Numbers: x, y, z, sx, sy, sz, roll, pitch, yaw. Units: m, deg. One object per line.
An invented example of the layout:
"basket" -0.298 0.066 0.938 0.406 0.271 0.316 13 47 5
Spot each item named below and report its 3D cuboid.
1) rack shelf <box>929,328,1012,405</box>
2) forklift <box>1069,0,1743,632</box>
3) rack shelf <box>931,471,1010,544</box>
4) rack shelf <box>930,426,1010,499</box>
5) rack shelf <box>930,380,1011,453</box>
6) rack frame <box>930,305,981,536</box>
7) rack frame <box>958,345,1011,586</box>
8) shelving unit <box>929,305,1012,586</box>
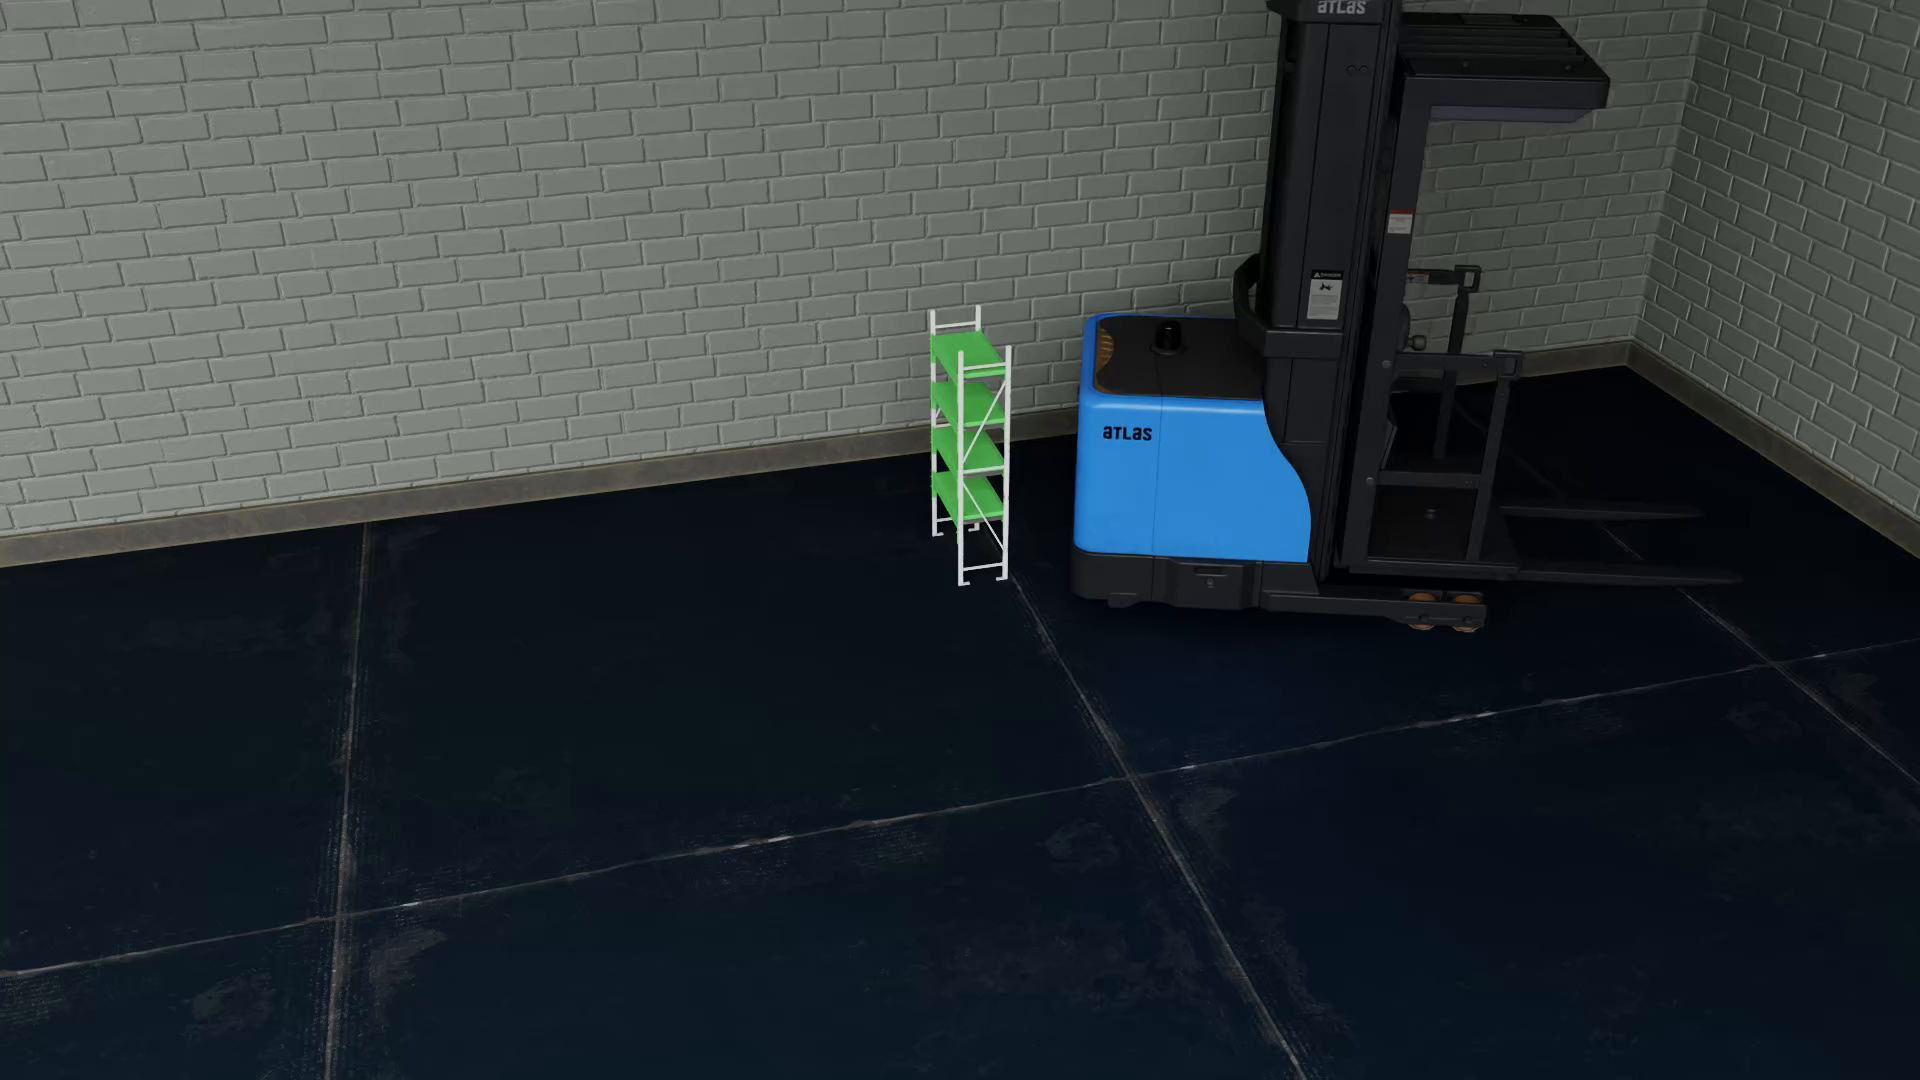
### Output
"rack shelf" 0.044 -0.799 7.603 0.258 0.148 0.480 -8 31 -13
"forklift" 2.054 -1.131 7.278 3.031 2.935 1.130 3 30 5
"rack shelf" 0.044 -0.176 7.964 0.258 0.148 0.480 -8 31 -13
"rack shelf" 0.044 -0.384 7.843 0.258 0.148 0.480 -8 31 -13
"rack shelf" 0.044 -0.592 7.723 0.258 0.148 0.480 -8 31 -13
"rack frame" -0.021 -0.557 8.015 0.240 1.200 0.015 -8 31 -13
"rack frame" 0.109 -0.321 7.608 0.240 1.200 0.015 -8 31 -13
"shelving unit" 0.044 -0.439 7.811 0.258 1.200 0.503 -8 31 -13
